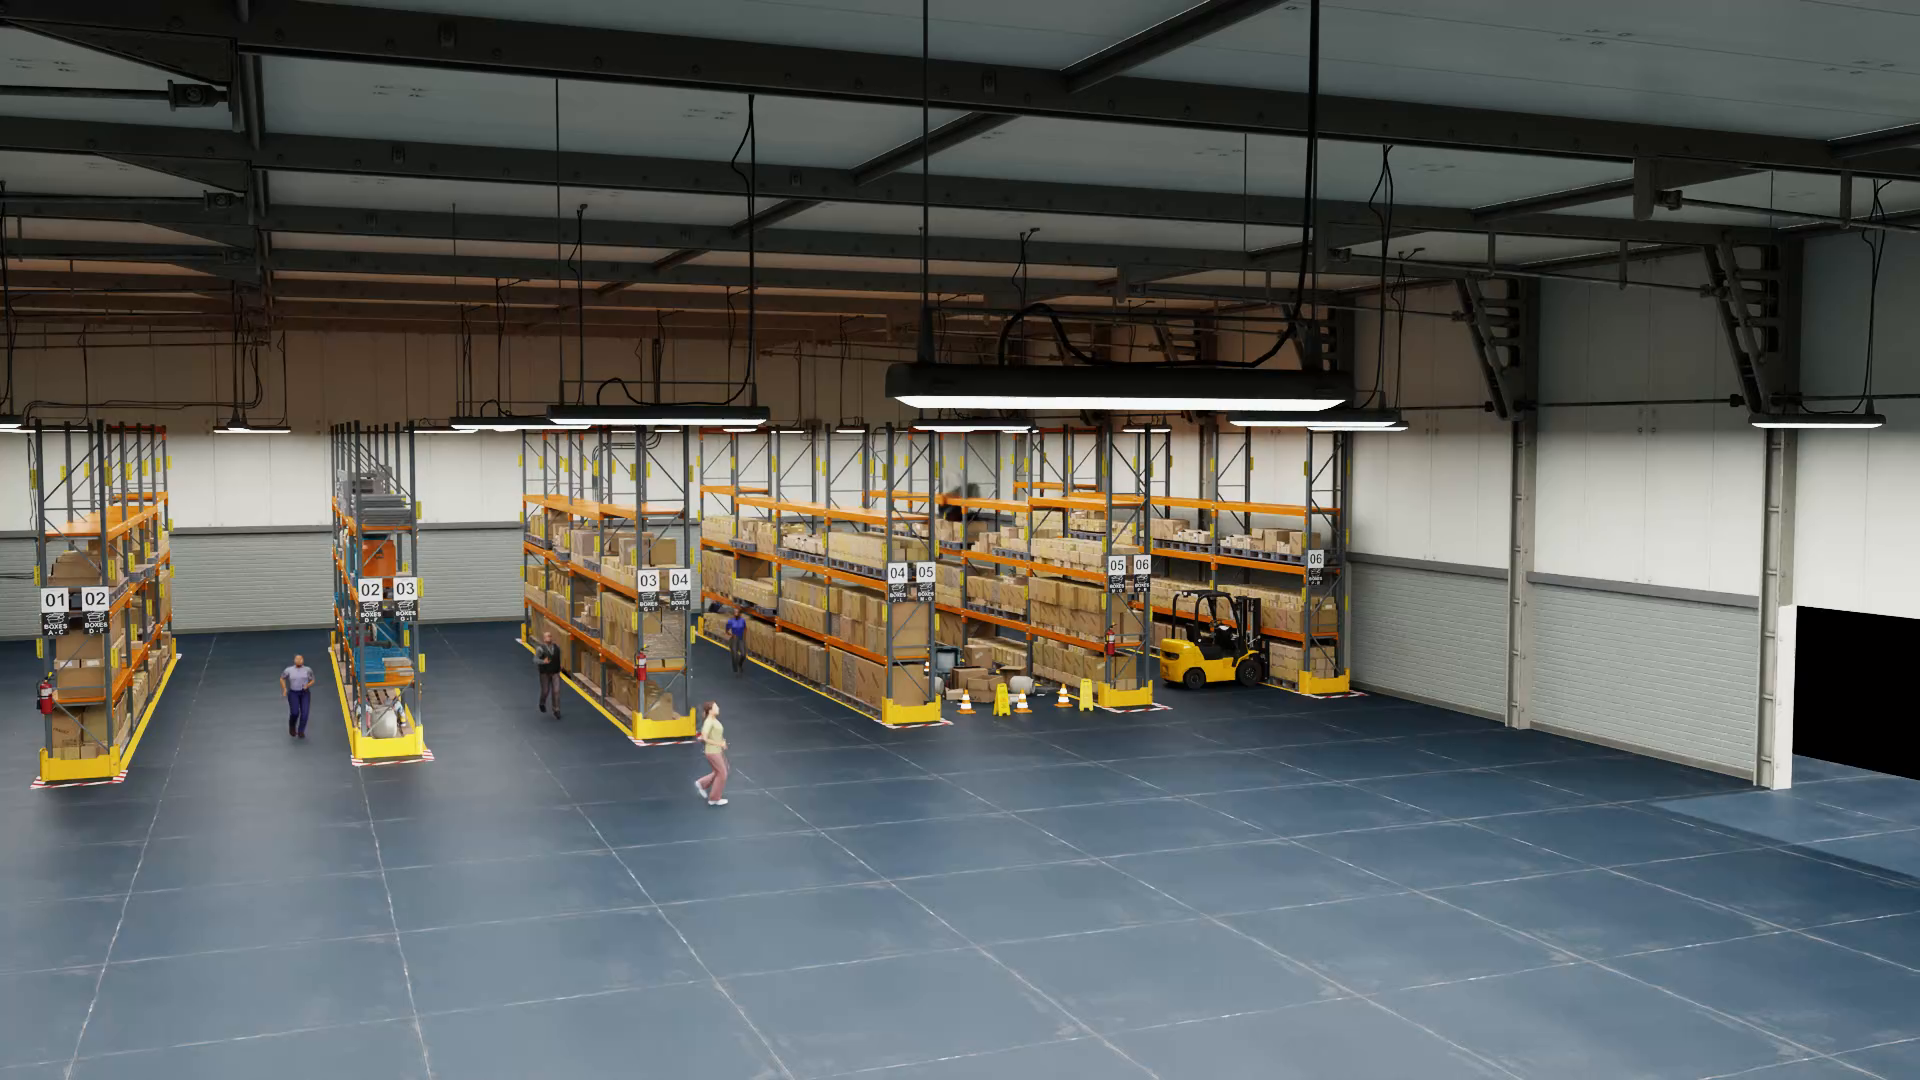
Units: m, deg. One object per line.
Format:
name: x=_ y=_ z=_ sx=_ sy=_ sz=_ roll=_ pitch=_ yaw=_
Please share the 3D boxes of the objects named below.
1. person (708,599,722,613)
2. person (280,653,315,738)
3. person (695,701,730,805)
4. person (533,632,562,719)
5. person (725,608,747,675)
person: x=-7.194 y=1.883 z=49.353 sx=0.532 sy=1.548 sz=0.557 roll=-3 pitch=4 yaw=-35
person: x=-12.473 y=2.952 z=31.378 sx=0.592 sy=1.609 sz=0.583 roll=-2 pitch=4 yaw=-31
person: x=-3.850 y=3.295 z=25.803 sx=0.567 sy=1.620 sz=0.578 roll=0 pitch=4 yaw=2
person: x=-8.337 y=2.728 z=33.757 sx=0.657 sy=1.724 sz=0.950 roll=-2 pitch=4 yaw=-30
person: x=-5.309 y=2.431 z=39.646 sx=0.576 sy=1.617 sz=0.573 roll=-1 pitch=4 yaw=-22
